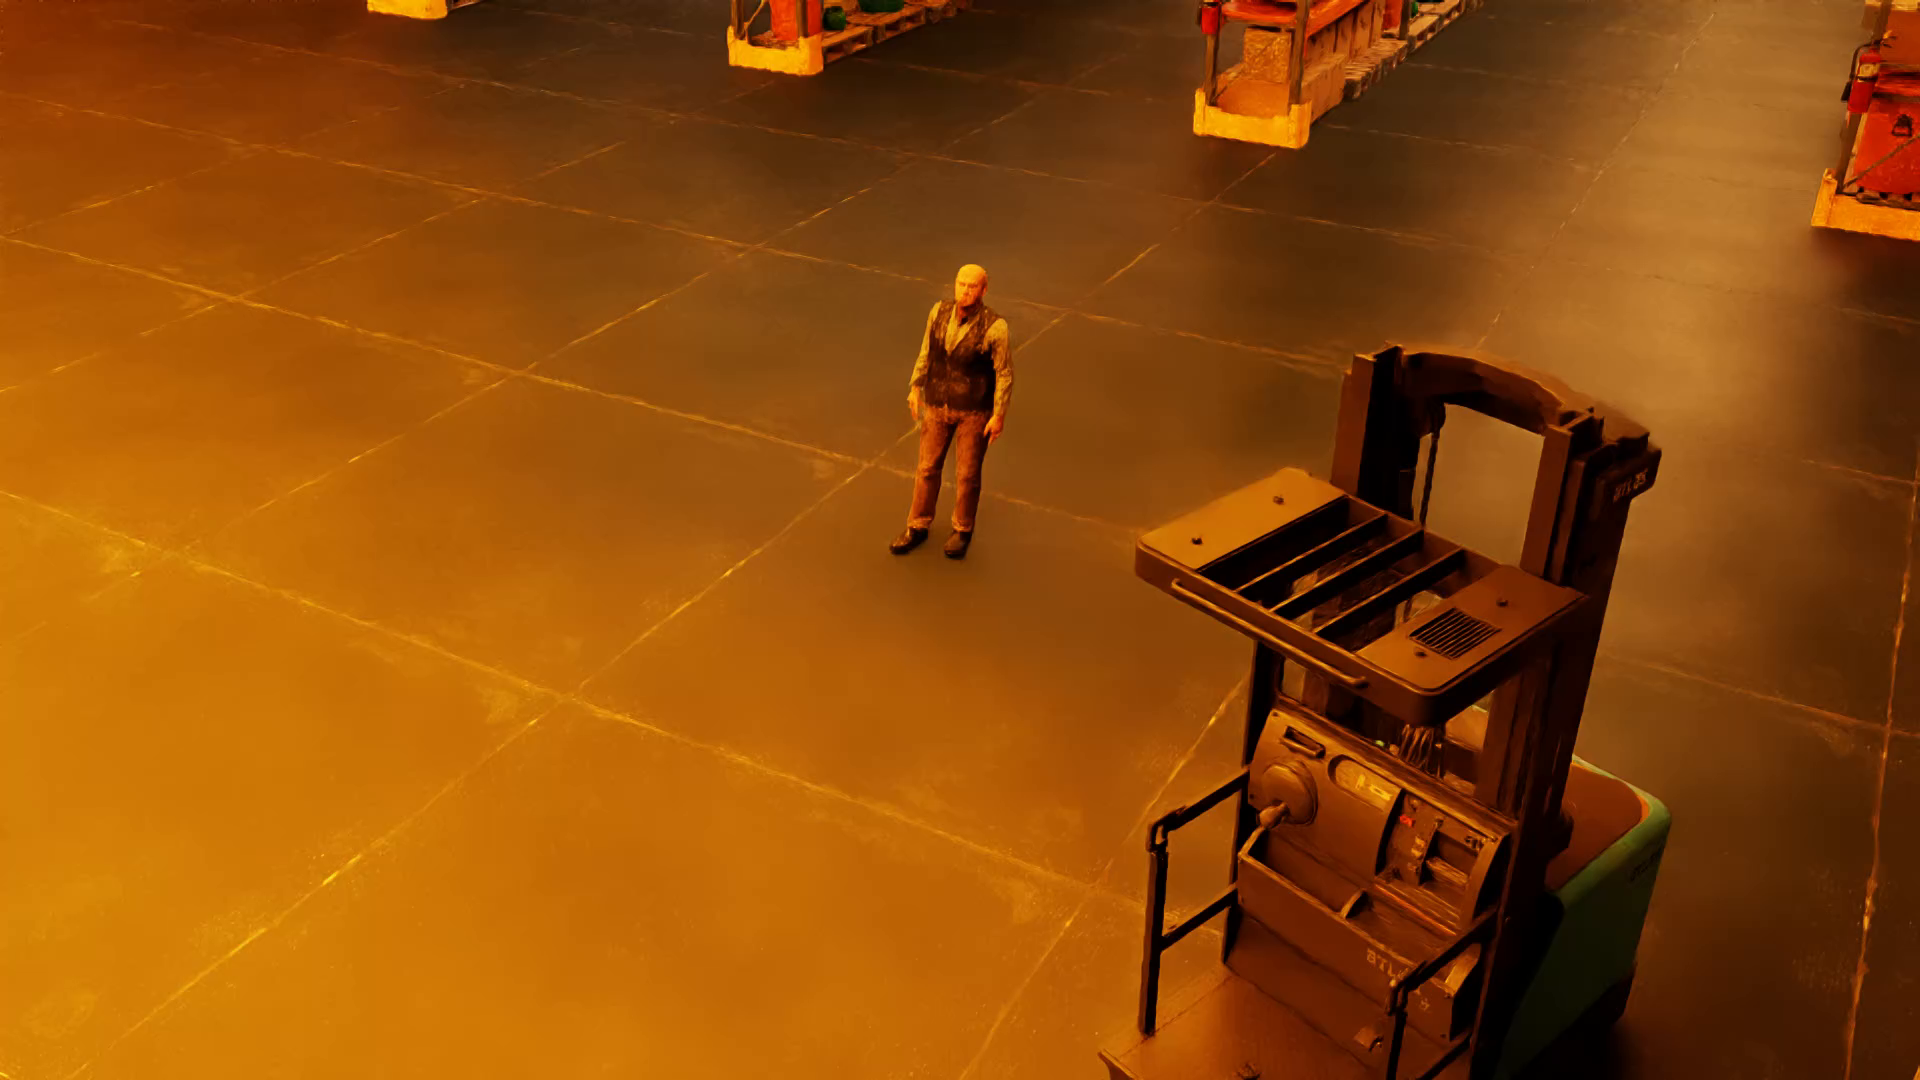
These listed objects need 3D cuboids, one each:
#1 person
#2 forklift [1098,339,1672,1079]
[{"bbox_3d":[-0.037,-0.726,9.525,0.632,1.720,0.567,15,33,25],"label":"person"},{"bbox_3d":[1.213,0.945,5.434,3.031,2.935,1.130,-24,37,-35],"label":"forklift"}]
